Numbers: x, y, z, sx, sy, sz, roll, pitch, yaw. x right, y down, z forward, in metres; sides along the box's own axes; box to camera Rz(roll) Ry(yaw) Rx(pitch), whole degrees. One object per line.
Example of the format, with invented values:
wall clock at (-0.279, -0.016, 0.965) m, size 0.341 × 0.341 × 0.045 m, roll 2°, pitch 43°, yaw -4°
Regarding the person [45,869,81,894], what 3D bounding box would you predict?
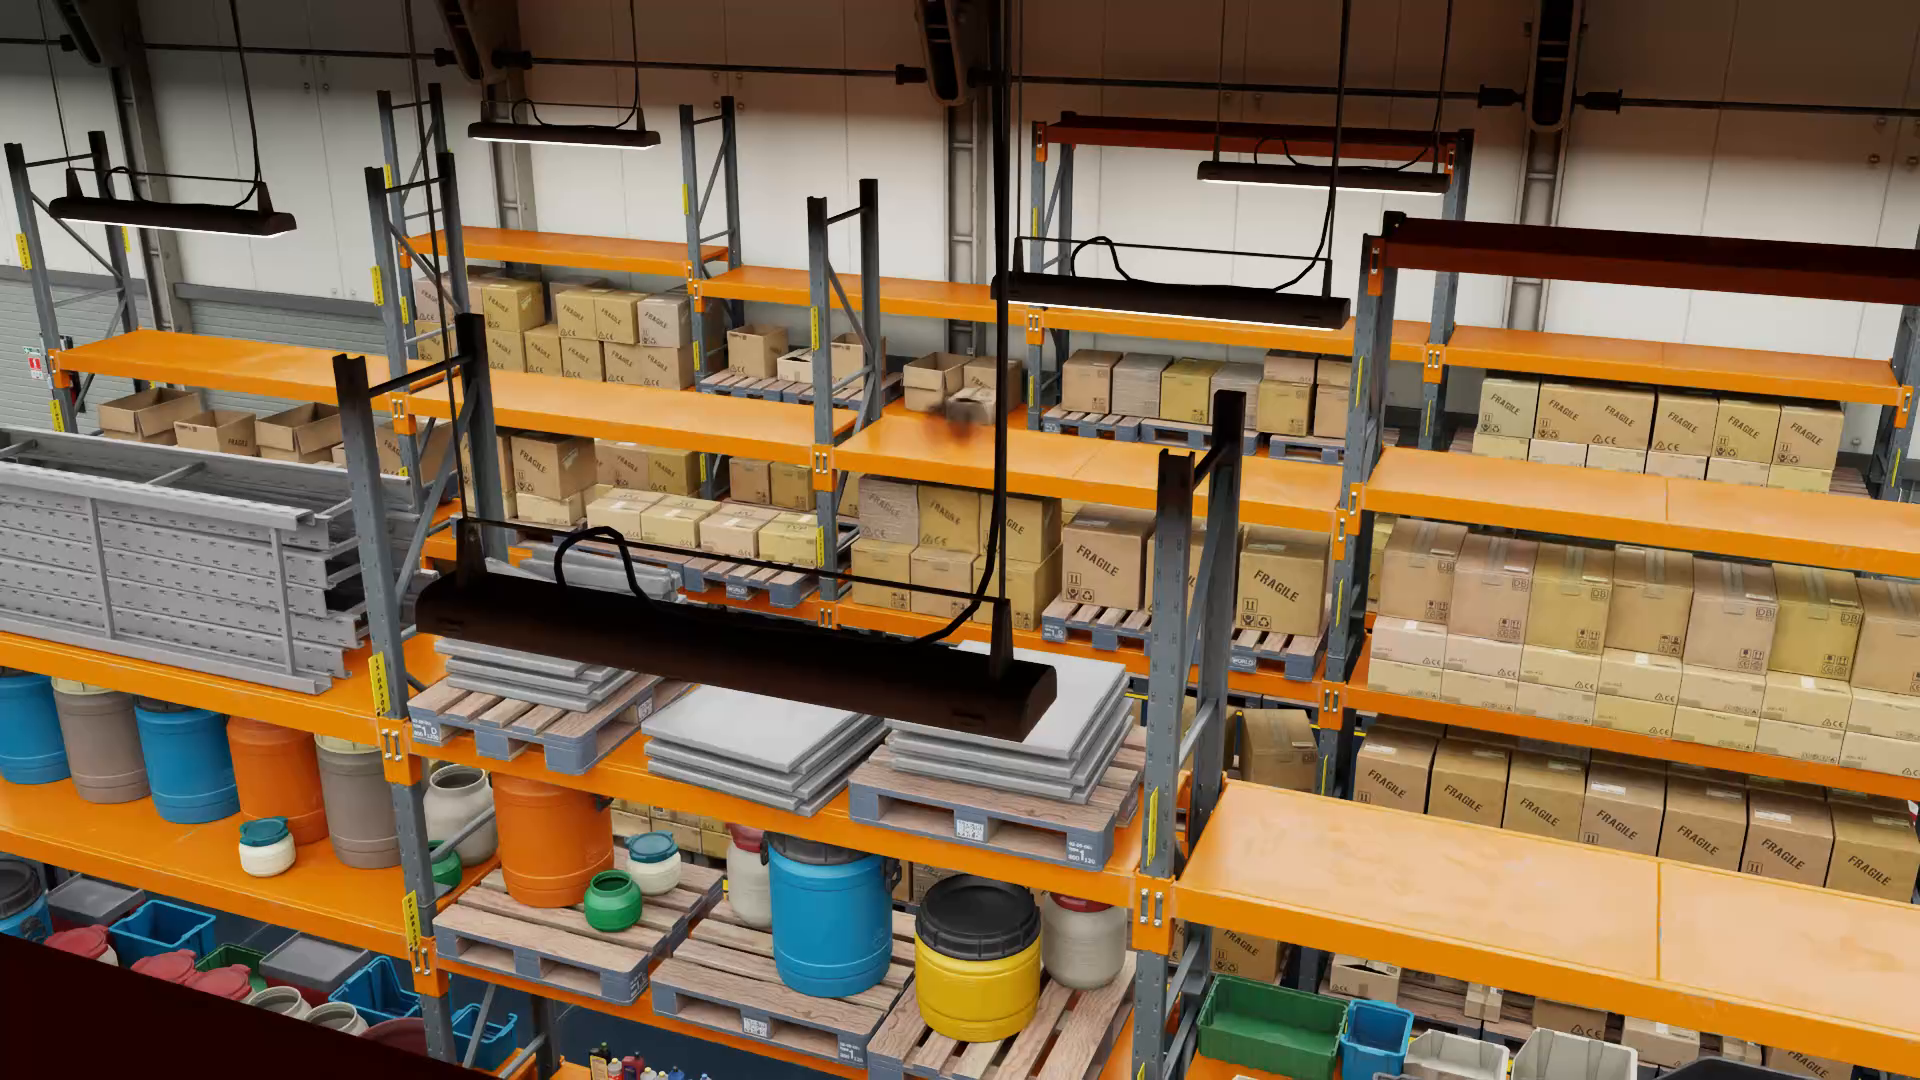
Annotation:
person at (-7.738, 2.278, 14.117) m, size 0.535 × 1.728 × 0.375 m, roll 2°, pitch 21°, yaw 6°
